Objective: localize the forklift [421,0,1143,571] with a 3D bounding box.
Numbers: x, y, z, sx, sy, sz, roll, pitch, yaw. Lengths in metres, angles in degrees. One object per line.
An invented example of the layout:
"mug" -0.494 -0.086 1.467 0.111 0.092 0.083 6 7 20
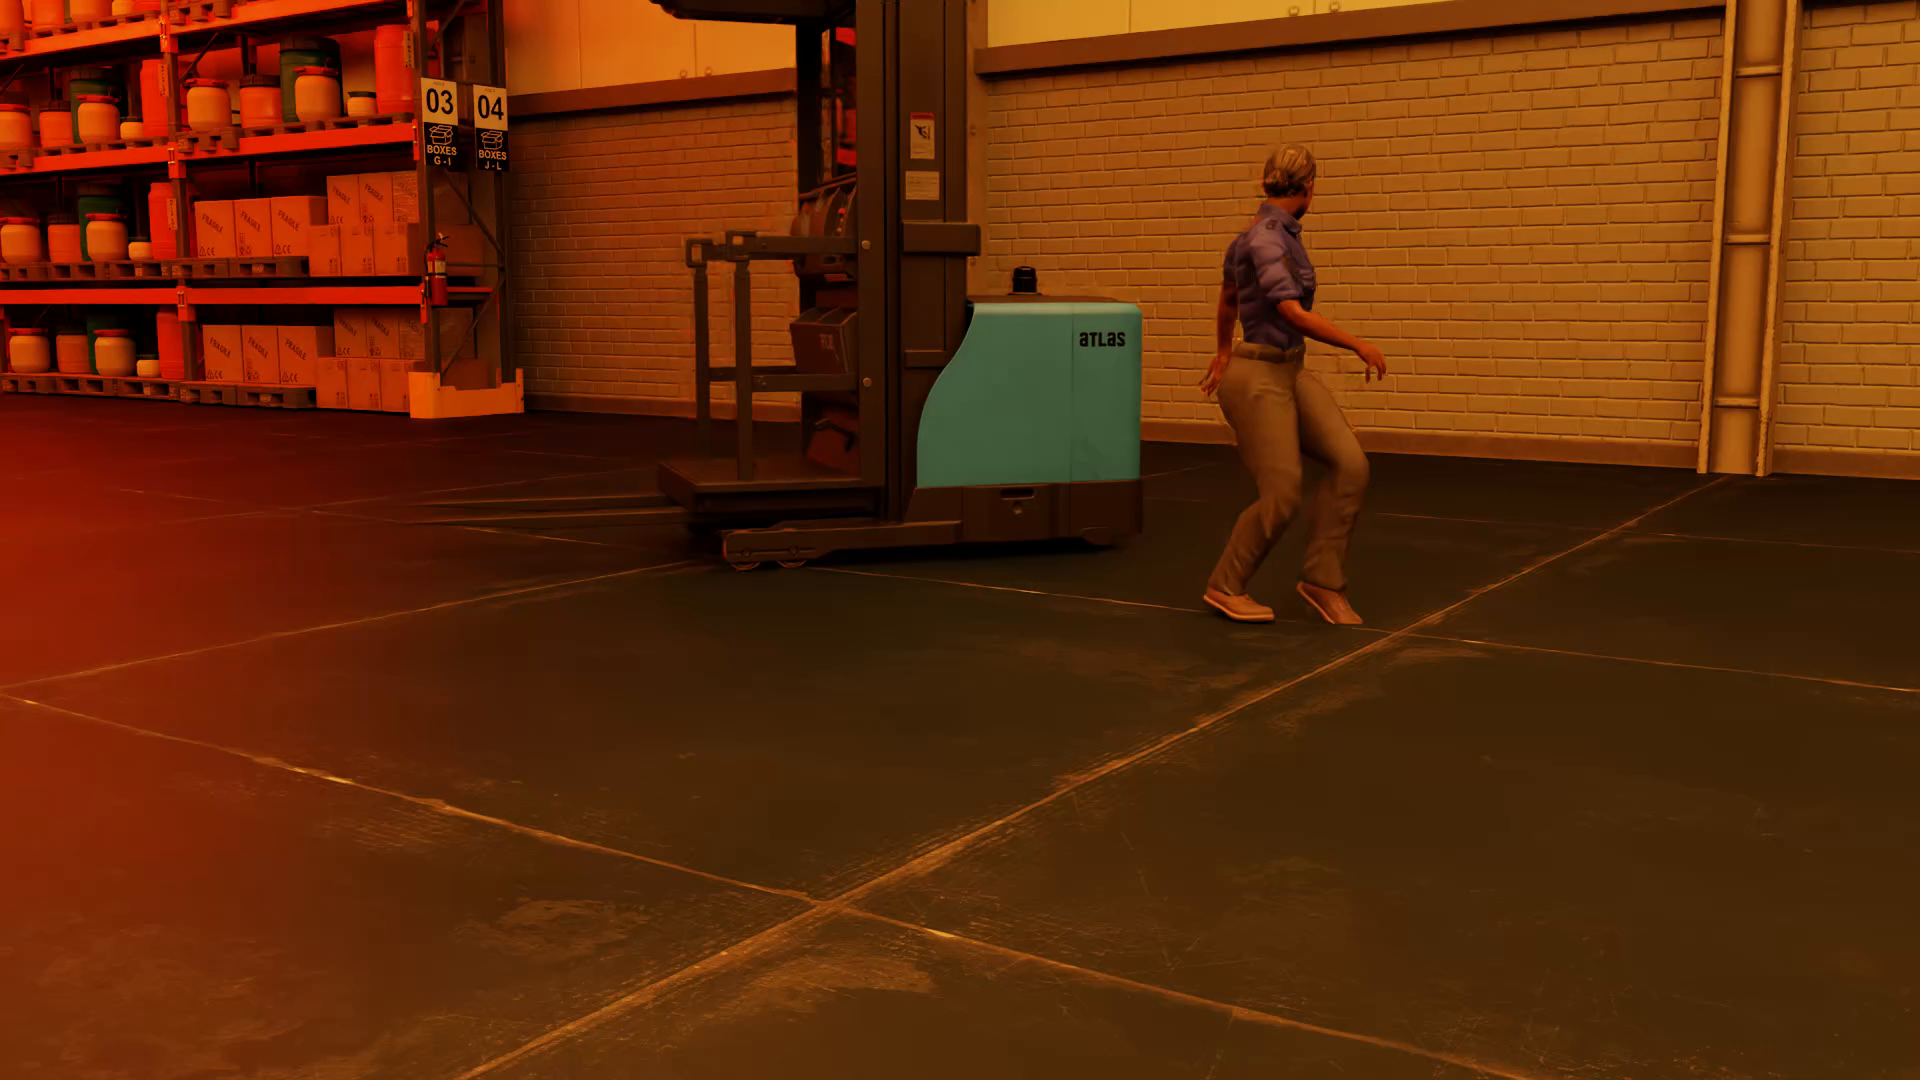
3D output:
"forklift" -0.769 -1.410 7.110 3.031 2.935 1.130 -3 9 -18

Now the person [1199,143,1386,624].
"person" 1.063 -0.492 5.628 0.744 1.658 0.542 5 10 32
